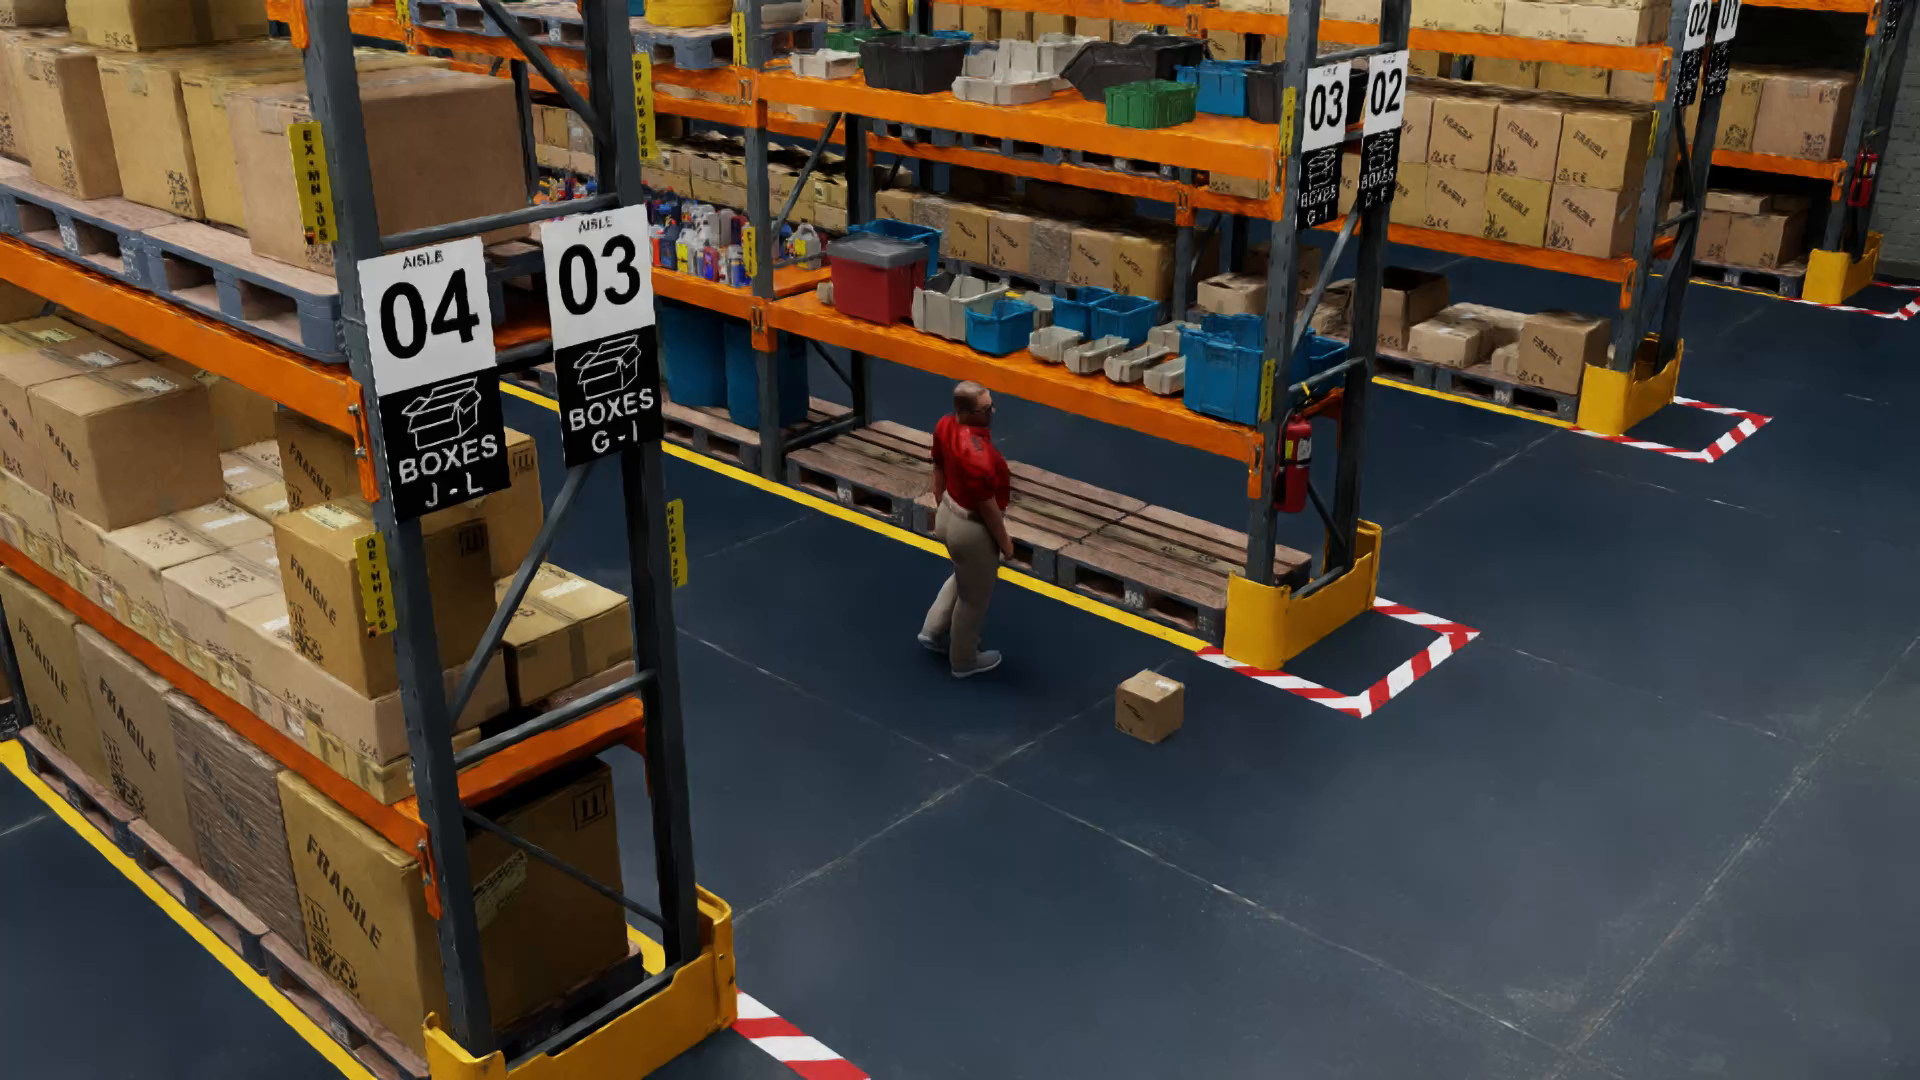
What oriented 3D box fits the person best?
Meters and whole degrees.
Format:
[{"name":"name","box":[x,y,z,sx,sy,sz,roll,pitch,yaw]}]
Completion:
[{"name":"person","box":[0.041,-0.051,8.757,0.445,1.738,0.648,-11,26,-23]}]
